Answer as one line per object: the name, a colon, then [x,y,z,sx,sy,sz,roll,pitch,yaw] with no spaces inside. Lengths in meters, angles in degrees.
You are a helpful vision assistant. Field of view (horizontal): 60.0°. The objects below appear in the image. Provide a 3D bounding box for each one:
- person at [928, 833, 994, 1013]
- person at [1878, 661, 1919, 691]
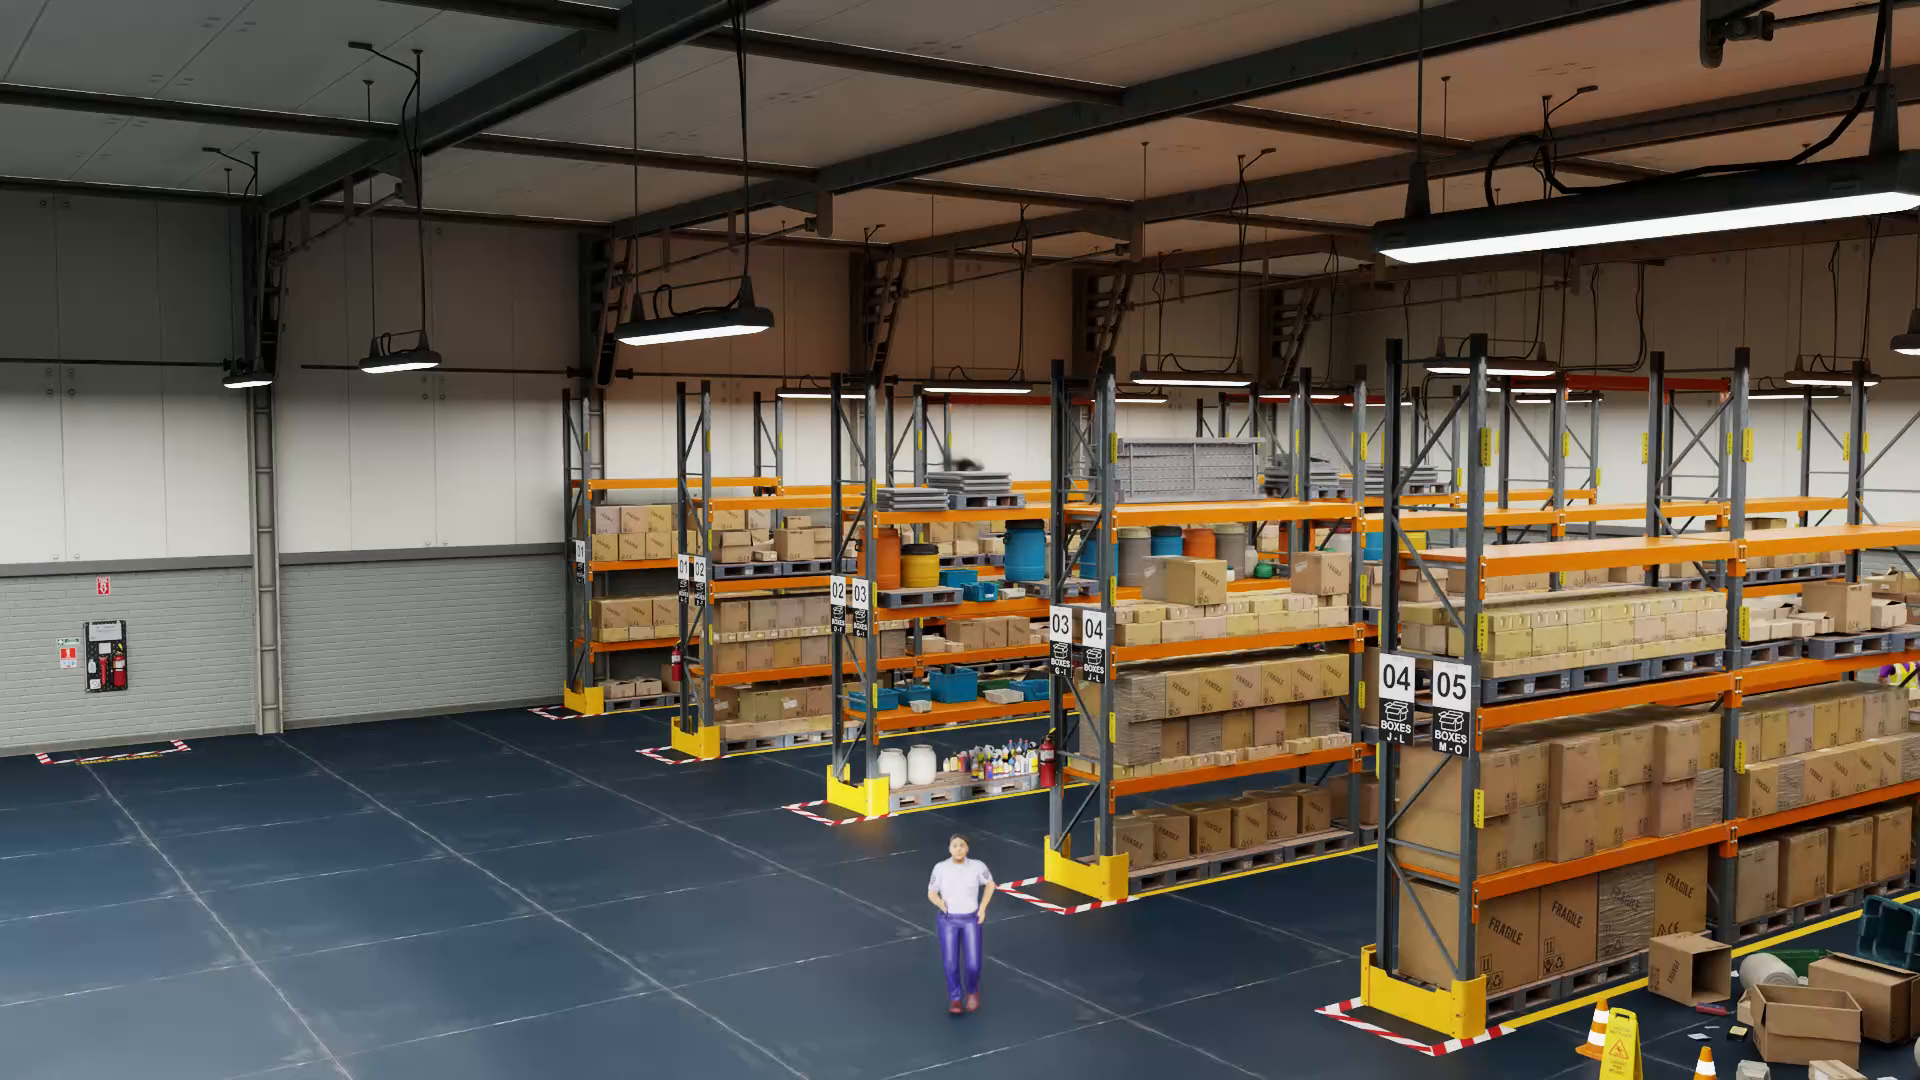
person: [0.006,3.412,14.690,0.592,1.605,0.565,0,4,2]
person: [15.751,2.546,27.778,0.741,1.699,0.552,0,4,2]
